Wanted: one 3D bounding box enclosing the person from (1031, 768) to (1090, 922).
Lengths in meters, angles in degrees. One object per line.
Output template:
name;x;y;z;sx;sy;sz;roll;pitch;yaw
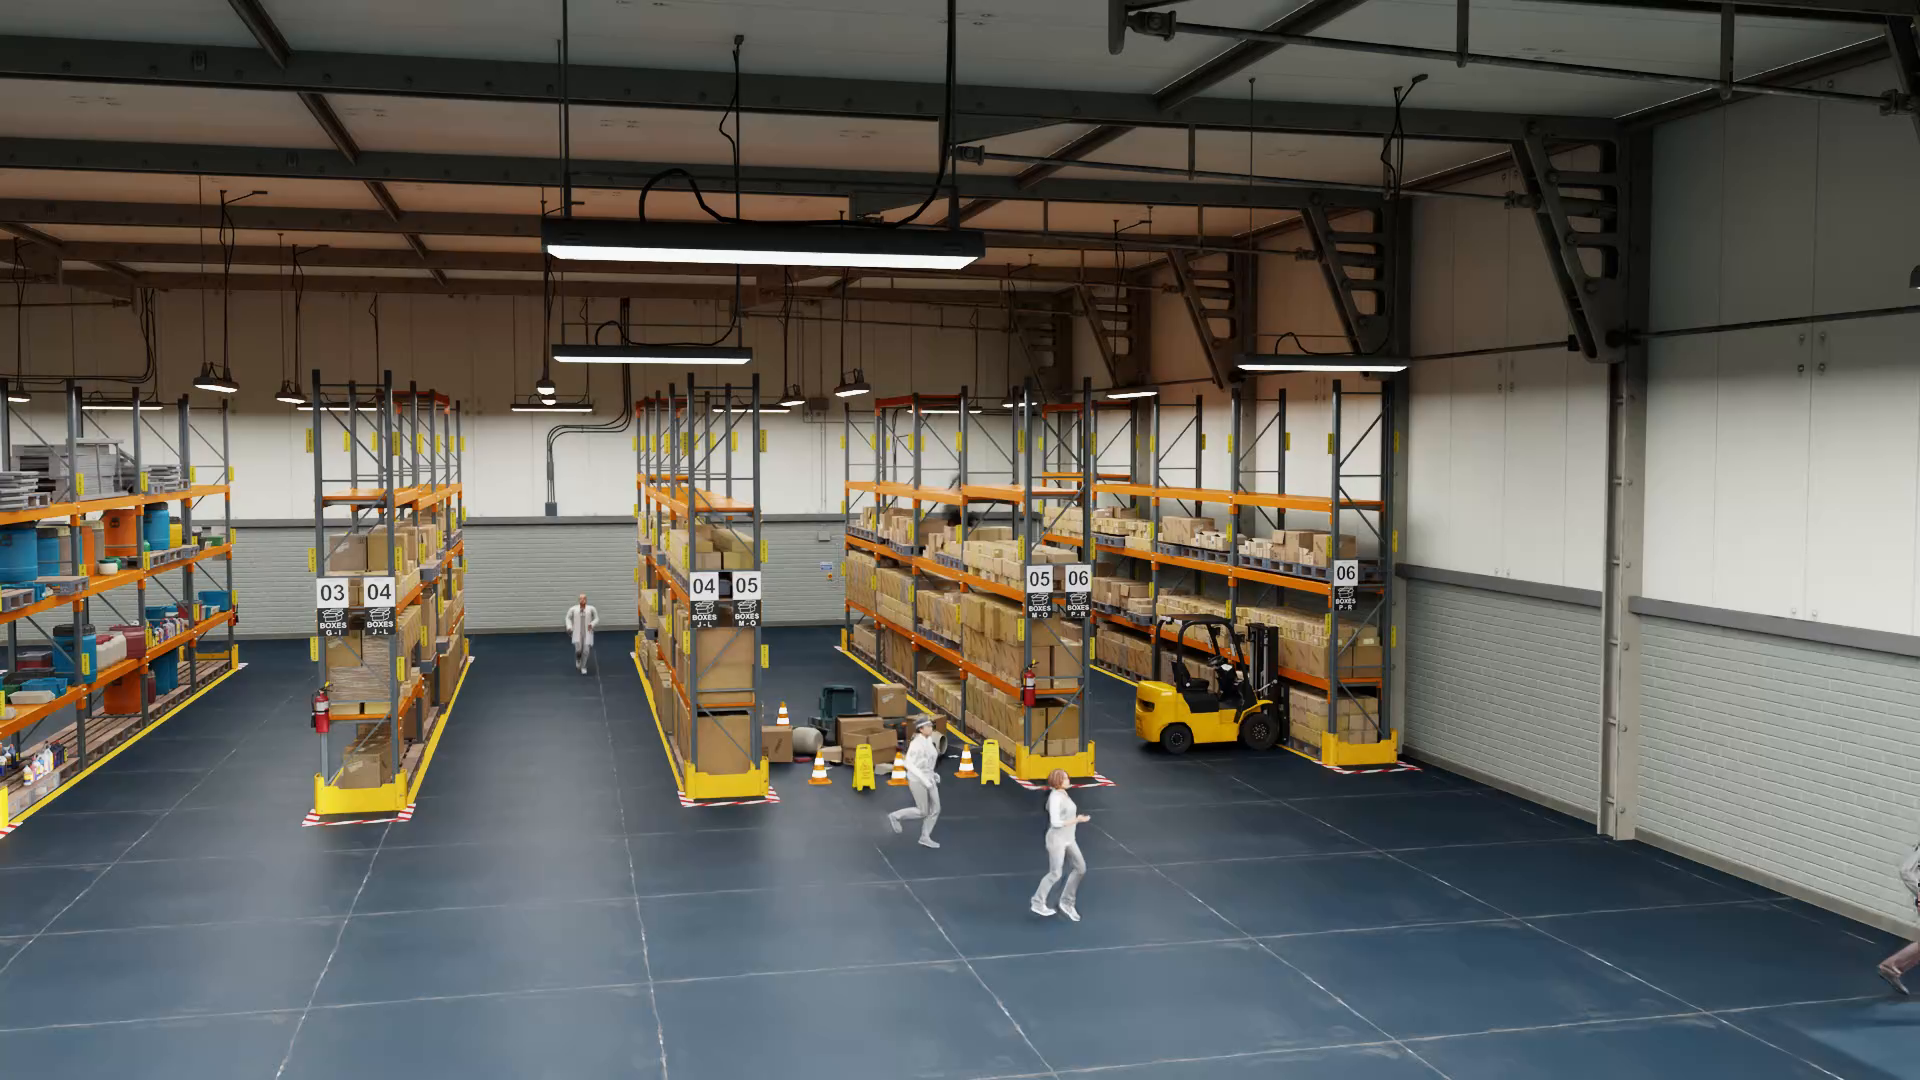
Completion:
person;1.067;3.195;17.417;0.656;1.624;0.514;1;4;24

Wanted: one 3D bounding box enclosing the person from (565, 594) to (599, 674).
person;-8.223;2.047;36.233;0.716;1.733;0.637;-1;3;-14

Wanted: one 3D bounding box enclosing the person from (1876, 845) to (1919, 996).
person;8.606;3.265;14.637;0.957;1.712;0.650;3;4;40

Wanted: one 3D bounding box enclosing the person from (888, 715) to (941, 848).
person;-0.541;2.989;20.744;0.671;1.655;0.605;2;4;27
